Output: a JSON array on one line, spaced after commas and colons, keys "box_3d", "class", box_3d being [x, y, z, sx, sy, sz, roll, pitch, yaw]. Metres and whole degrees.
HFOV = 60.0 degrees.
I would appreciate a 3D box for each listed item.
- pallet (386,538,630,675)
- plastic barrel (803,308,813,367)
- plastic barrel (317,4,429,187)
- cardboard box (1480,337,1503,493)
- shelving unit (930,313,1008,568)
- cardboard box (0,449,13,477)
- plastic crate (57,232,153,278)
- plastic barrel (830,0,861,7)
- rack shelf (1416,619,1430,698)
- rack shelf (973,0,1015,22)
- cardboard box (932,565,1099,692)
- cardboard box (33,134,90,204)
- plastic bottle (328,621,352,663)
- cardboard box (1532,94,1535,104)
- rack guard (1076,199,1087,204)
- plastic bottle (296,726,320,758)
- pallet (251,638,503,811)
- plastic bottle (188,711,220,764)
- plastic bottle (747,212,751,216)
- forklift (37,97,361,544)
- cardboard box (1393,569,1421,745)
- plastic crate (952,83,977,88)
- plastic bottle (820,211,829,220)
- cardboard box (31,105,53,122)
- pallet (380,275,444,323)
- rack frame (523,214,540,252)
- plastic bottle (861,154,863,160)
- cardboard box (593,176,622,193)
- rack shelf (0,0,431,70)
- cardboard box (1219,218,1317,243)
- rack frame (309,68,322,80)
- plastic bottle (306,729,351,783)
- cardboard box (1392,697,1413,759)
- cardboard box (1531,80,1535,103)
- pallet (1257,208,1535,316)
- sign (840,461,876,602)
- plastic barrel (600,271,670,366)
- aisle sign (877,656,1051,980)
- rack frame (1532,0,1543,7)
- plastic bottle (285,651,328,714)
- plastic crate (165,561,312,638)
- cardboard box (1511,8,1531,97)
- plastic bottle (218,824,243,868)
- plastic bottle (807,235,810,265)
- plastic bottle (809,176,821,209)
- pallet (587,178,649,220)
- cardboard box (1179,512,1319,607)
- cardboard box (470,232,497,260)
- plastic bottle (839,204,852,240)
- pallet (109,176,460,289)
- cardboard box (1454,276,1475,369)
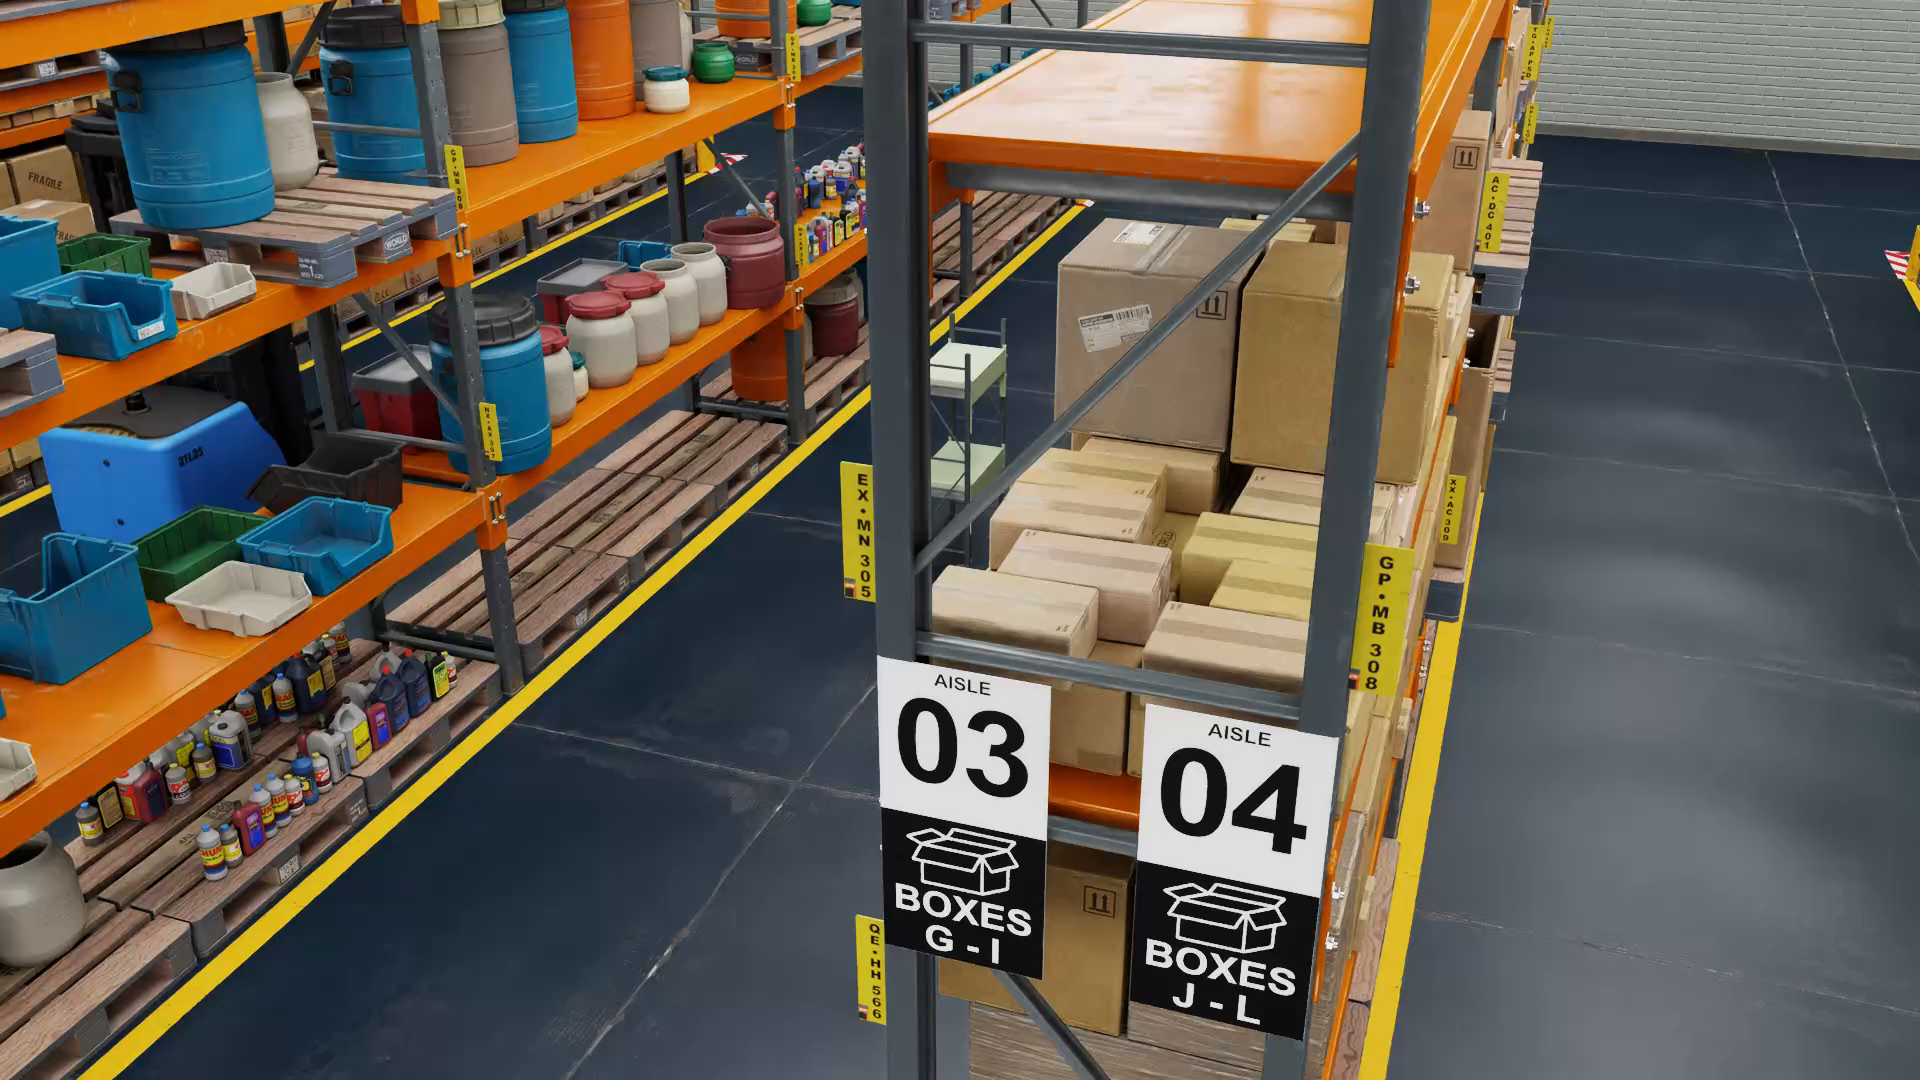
[{"box_3d": [-2.806, 0.388, 10.429, 1.003, 0.211, 1.213, 9, 27, 17], "class": "pallet"}, {"box_3d": [-1.449, -1.700, 13.916, 0.421, 0.512, 0.421, 0, 26, 0], "class": "plastic barrel"}, {"box_3d": [-3.066, -2.355, 8.877, 0.600, 0.901, 0.708, 9, 27, 17], "class": "plastic barrel"}, {"box_3d": [3.221, -0.977, 12.006, 1.225, 0.875, 0.875, 7, 27, 15], "class": "cardboard box"}, {"box_3d": [-0.002, -0.672, 11.141, 0.431, 1.500, 0.755, 9, 27, 17], "class": "shelving unit"}, {"box_3d": [-7.161, -0.549, 11.840, 0.500, 0.250, 0.500, 9, 27, 19], "class": "cardboard box"}, {"box_3d": [-3.812, -1.184, 7.278, 0.336, 0.188, 0.450, 9, 27, 17], "class": "plastic crate"}, {"box_3d": [-0.792, -4.867, 13.585, 0.600, 0.901, 0.708, 9, 27, 17], "class": "plastic barrel"}, {"box_3d": [2.306, -0.318, 9.514, 1.077, 0.370, 4.000, 9, 27, 17], "class": "rack shelf"}, {"box_3d": [0.297, -5.674, 17.134, 1.077, 0.370, 4.000, 9, 27, 17], "class": "rack shelf"}, {"box_3d": [0.107, 0.202, 3.886, 0.380, 0.149, 0.250, 9, 27, 17], "class": "cardboard box"}, {"box_3d": [-9.804, -4.198, 18.687, 0.750, 0.750, 0.750, 9, 27, 18], "class": "cardboard box"}, {"box_3d": [-3.550, 0.559, 9.503, 0.097, 0.271, 0.097, 0, 26, 0], "class": "plastic bottle"}, {"box_3d": [5.553, -4.372, 16.892, 0.500, 0.250, 0.500, 8, 27, 17], "class": "cardboard box"}, {"box_3d": [0.959, -4.356, 19.898, 1.175, 0.500, 0.348, 9, 27, 17], "class": "rack guard"}, {"box_3d": [-3.303, 1.055, 8.464, 0.061, 0.283, 0.133, 9, 27, 17], "class": "plastic bottle"}, {"box_3d": [-3.293, 0.987, 9.194, 1.003, 0.211, 1.213, 9, 27, 17], "class": "pallet"}, {"box_3d": [-3.895, 0.980, 8.543, 0.144, 0.351, 0.185, 9, 27, 17], "class": "plastic bottle"}, {"box_3d": [-1.737, -2.580, 13.589, 0.097, 0.201, 0.097, 0, 26, 0], "class": "plastic bottle"}, {"box_3d": [-4.939, -1.619, 11.454, 1.130, 2.935, 3.031, 8, 27, 16], "class": "forklift"}, {"box_3d": [1.248, 0.392, 5.619, 0.500, 0.500, 0.500, 9, 27, 17], "class": "cardboard box"}, {"box_3d": [0.132, -4.827, 18.123, 0.416, 0.233, 0.300, 9, 27, 17], "class": "plastic crate"}, {"box_3d": [-1.089, -2.498, 13.338, 0.097, 0.271, 0.097, 0, 26, 0], "class": "plastic bottle"}, {"box_3d": [-9.923, -4.564, 17.722, 0.380, 0.149, 0.250, 9, 27, 17], "class": "cardboard box"}, {"box_3d": [-5.677, -2.448, 16.287, 1.003, 0.211, 1.213, 9, 27, 17], "class": "pallet"}, {"box_3d": [-5.038, -4.546, 17.420, 1.000, 3.000, 0.127, 9, 27, 17], "class": "rack frame"}, {"box_3d": [-0.958, -3.543, 15.577, 0.097, 0.201, 0.097, 0, 26, 0], "class": "plastic bottle"}, {"box_3d": [-4.418, -4.393, 19.465, 0.797, 0.503, 0.637, 9, 27, 17], "class": "cardboard box"}, {"box_3d": [-3.696, -1.913, 6.383, 1.077, 0.370, 4.000, 9, 27, 17], "class": "rack shelf"}, {"box_3d": [1.242, -1.193, 6.769, 0.380, 0.149, 0.250, 8, 27, 16], "class": "cardboard box"}, {"box_3d": [-8.380, -6.906, 22.296, 1.000, 3.000, 0.127, 9, 27, 17], "class": "rack frame"}, {"box_3d": [-3.202, 1.074, 8.434, 0.152, 0.276, 0.135, 9, 27, 18], "class": "plastic bottle"}, {"box_3d": [1.636, 0.738, 6.795, 0.380, 0.149, 0.250, 9, 27, 17], "class": "cardboard box"}, {"box_3d": [5.043, -4.087, 15.443, 0.500, 0.500, 0.500, 8, 27, 16], "class": "cardboard box"}, {"box_3d": [1.946, -1.324, 7.539, 1.213, 0.211, 1.003, 9, 27, 17], "class": "pallet"}, {"box_3d": [-0.207, -0.014, 3.602, 0.100, 0.325, 0.005, 9, 27, 17], "class": "sign"}, {"box_3d": [-2.117, -1.440, 10.850, 0.433, 0.535, 0.433, 0, 26, 0], "class": "plastic barrel"}, {"box_3d": [0.006, 0.636, 3.736, 0.394, 0.787, 0.004, 9, 27, 17], "class": "aisle sign"}, {"box_3d": [4.302, -5.808, 13.143, 1.000, 3.000, 0.127, 9, 27, 17], "class": "rack frame"}, {"box_3d": [-3.554, 0.748, 9.021, 0.144, 0.351, 0.185, 9, 27, 17], "class": "plastic bottle"}, {"box_3d": [-3.332, 0.284, 7.747, 0.530, 0.136, 0.437, 9, 27, 17], "class": "plastic crate"}, {"box_3d": [3.048, -2.852, 9.791, 0.500, 0.500, 0.500, 9, 27, 19], "class": "cardboard box"}, {"box_3d": [-3.430, 1.424, 7.796, 0.097, 0.201, 0.097, 0, 26, 0], "class": "plastic bottle"}, {"box_3d": [-1.250, -2.257, 12.836, 0.152, 0.276, 0.135, 9, 27, 17], "class": "plastic bottle"}, {"box_3d": [-1.260, -3.013, 14.401, 0.097, 0.271, 0.097, 0, 26, 0], "class": "plastic bottle"}, {"box_3d": [-4.404, -4.076, 19.650, 1.003, 0.211, 1.213, 9, 27, 17], "class": "pallet"}, {"box_3d": [0.764, 0.068, 4.164, 0.380, 0.149, 0.250, 8, 27, 17], "class": "cardboard box"}, {"box_3d": [-5.104, -3.172, 16.947, 0.500, 0.500, 0.500, 9, 27, 18], "class": "cardboard box"}, {"box_3d": [-0.932, -2.594, 13.523, 0.061, 0.283, 0.133, 9, 27, 17], "class": "plastic bottle"}, {"box_3d": [-3.178, -1.493, 7.889, 1.213, 0.211, 1.003, 9, 27, 17], "class": "pallet"}, {"box_3d": [1.735, -0.878, 6.574, 0.500, 0.250, 0.500, 10, 28, 19], "class": "cardboard box"}]
